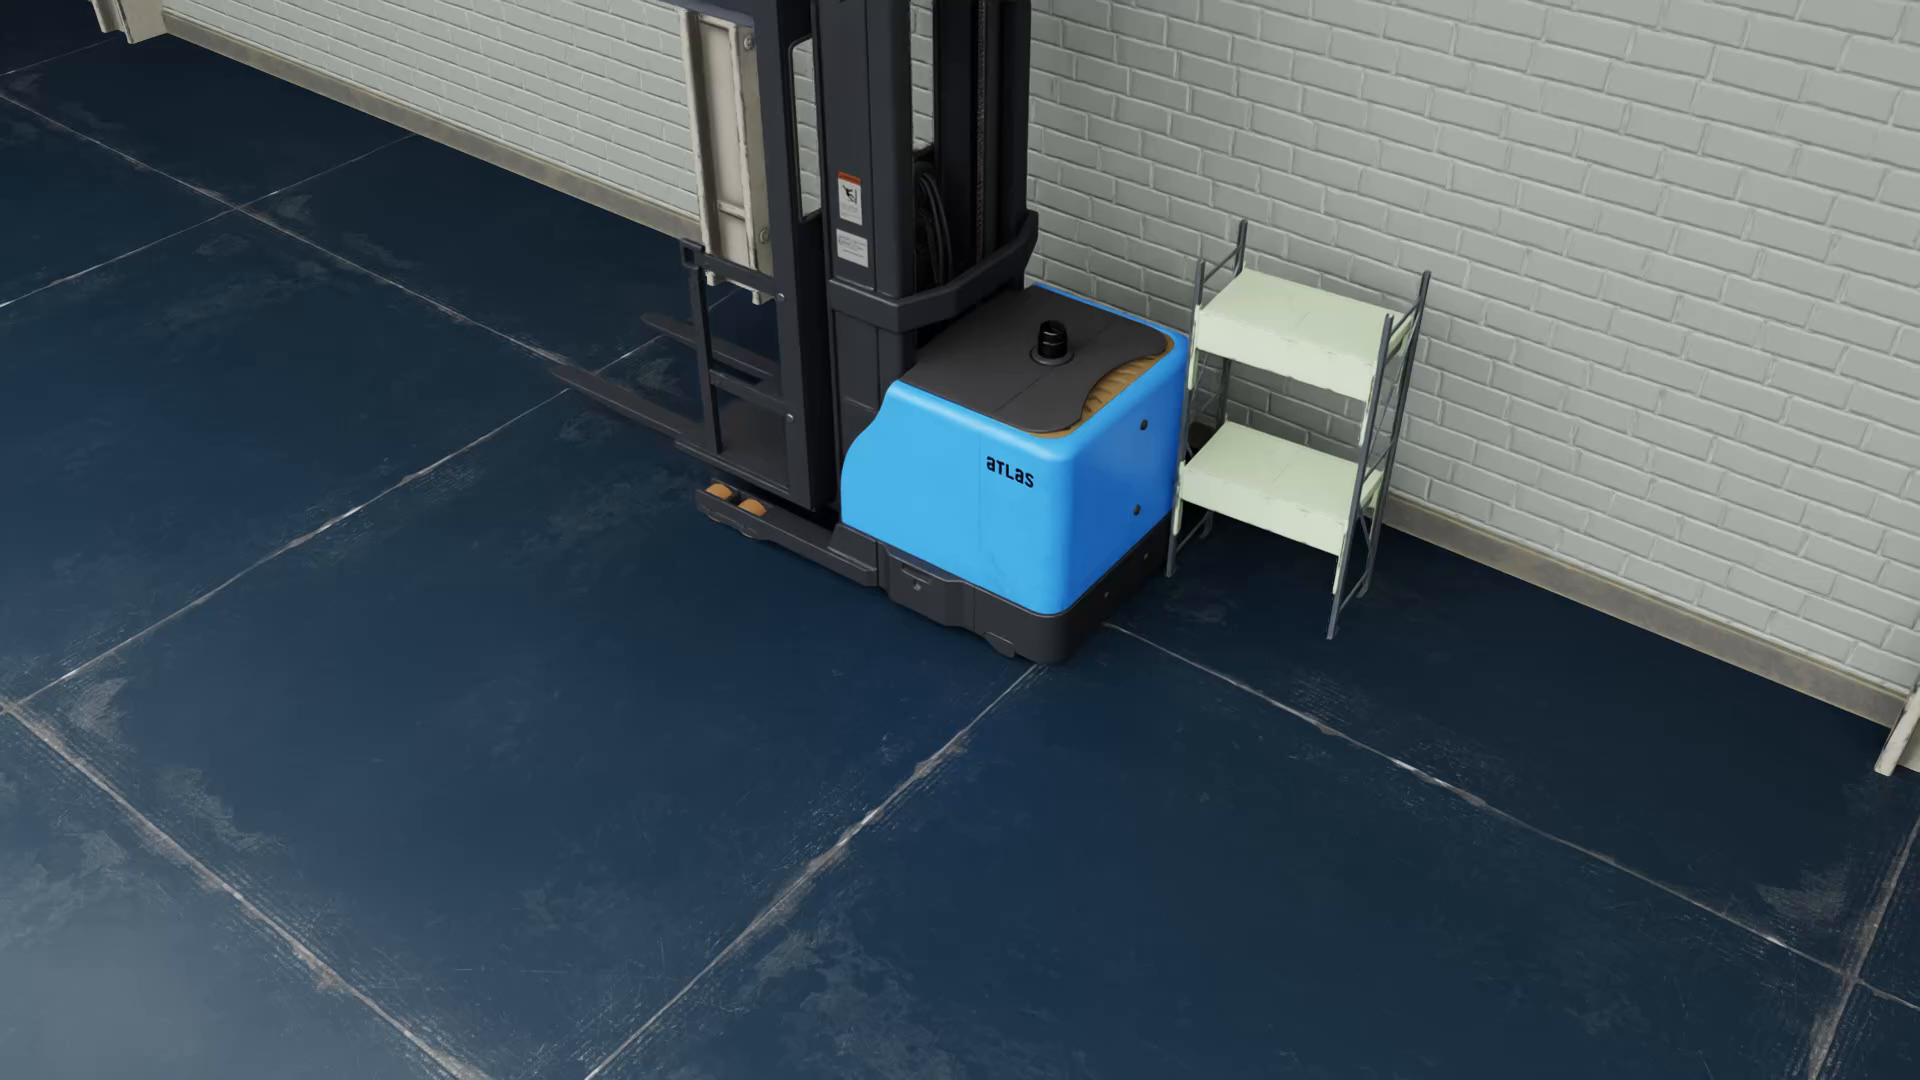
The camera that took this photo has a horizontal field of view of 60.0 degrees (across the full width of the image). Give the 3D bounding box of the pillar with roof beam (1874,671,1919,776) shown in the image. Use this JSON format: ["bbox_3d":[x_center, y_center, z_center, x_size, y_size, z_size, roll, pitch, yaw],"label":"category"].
[{"bbox_3d":[1.020,-0.584,0.696,0.400,9.000,9.100,25,45,29],"label":"pillar with roof beam"}]

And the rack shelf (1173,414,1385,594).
[{"bbox_3d":[1.296,-0.156,6.761,0.720,0.370,0.431,22,43,25],"label":"rack shelf"}]

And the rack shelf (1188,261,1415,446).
[{"bbox_3d":[1.296,-0.720,6.319,0.720,0.370,0.431,22,43,25],"label":"rack shelf"}]

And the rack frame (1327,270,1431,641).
[{"bbox_3d":[1.603,-0.290,6.404,0.023,1.500,0.400,22,43,25],"label":"rack frame"}]

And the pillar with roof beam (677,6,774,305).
[{"bbox_3d":[-3.746,-2.831,3.566,0.400,9.000,9.100,25,45,29],"label":"pillar with roof beam"}]

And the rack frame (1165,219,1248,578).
[{"bbox_3d":[0.988,-0.535,6.716,0.023,1.500,0.400,22,43,25],"label":"rack frame"}]

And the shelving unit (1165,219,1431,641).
[{"bbox_3d":[1.296,-0.412,6.560,0.755,1.500,0.431,22,43,25],"label":"shelving unit"}]

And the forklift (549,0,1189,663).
[{"bbox_3d":[-0.546,-1.402,6.664,3.031,2.935,1.130,24,44,28],"label":"forklift"}]

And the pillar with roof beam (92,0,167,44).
[{"bbox_3d":[-8.512,-5.078,6.436,0.400,9.000,9.100,25,45,29],"label":"pillar with roof beam"}]
